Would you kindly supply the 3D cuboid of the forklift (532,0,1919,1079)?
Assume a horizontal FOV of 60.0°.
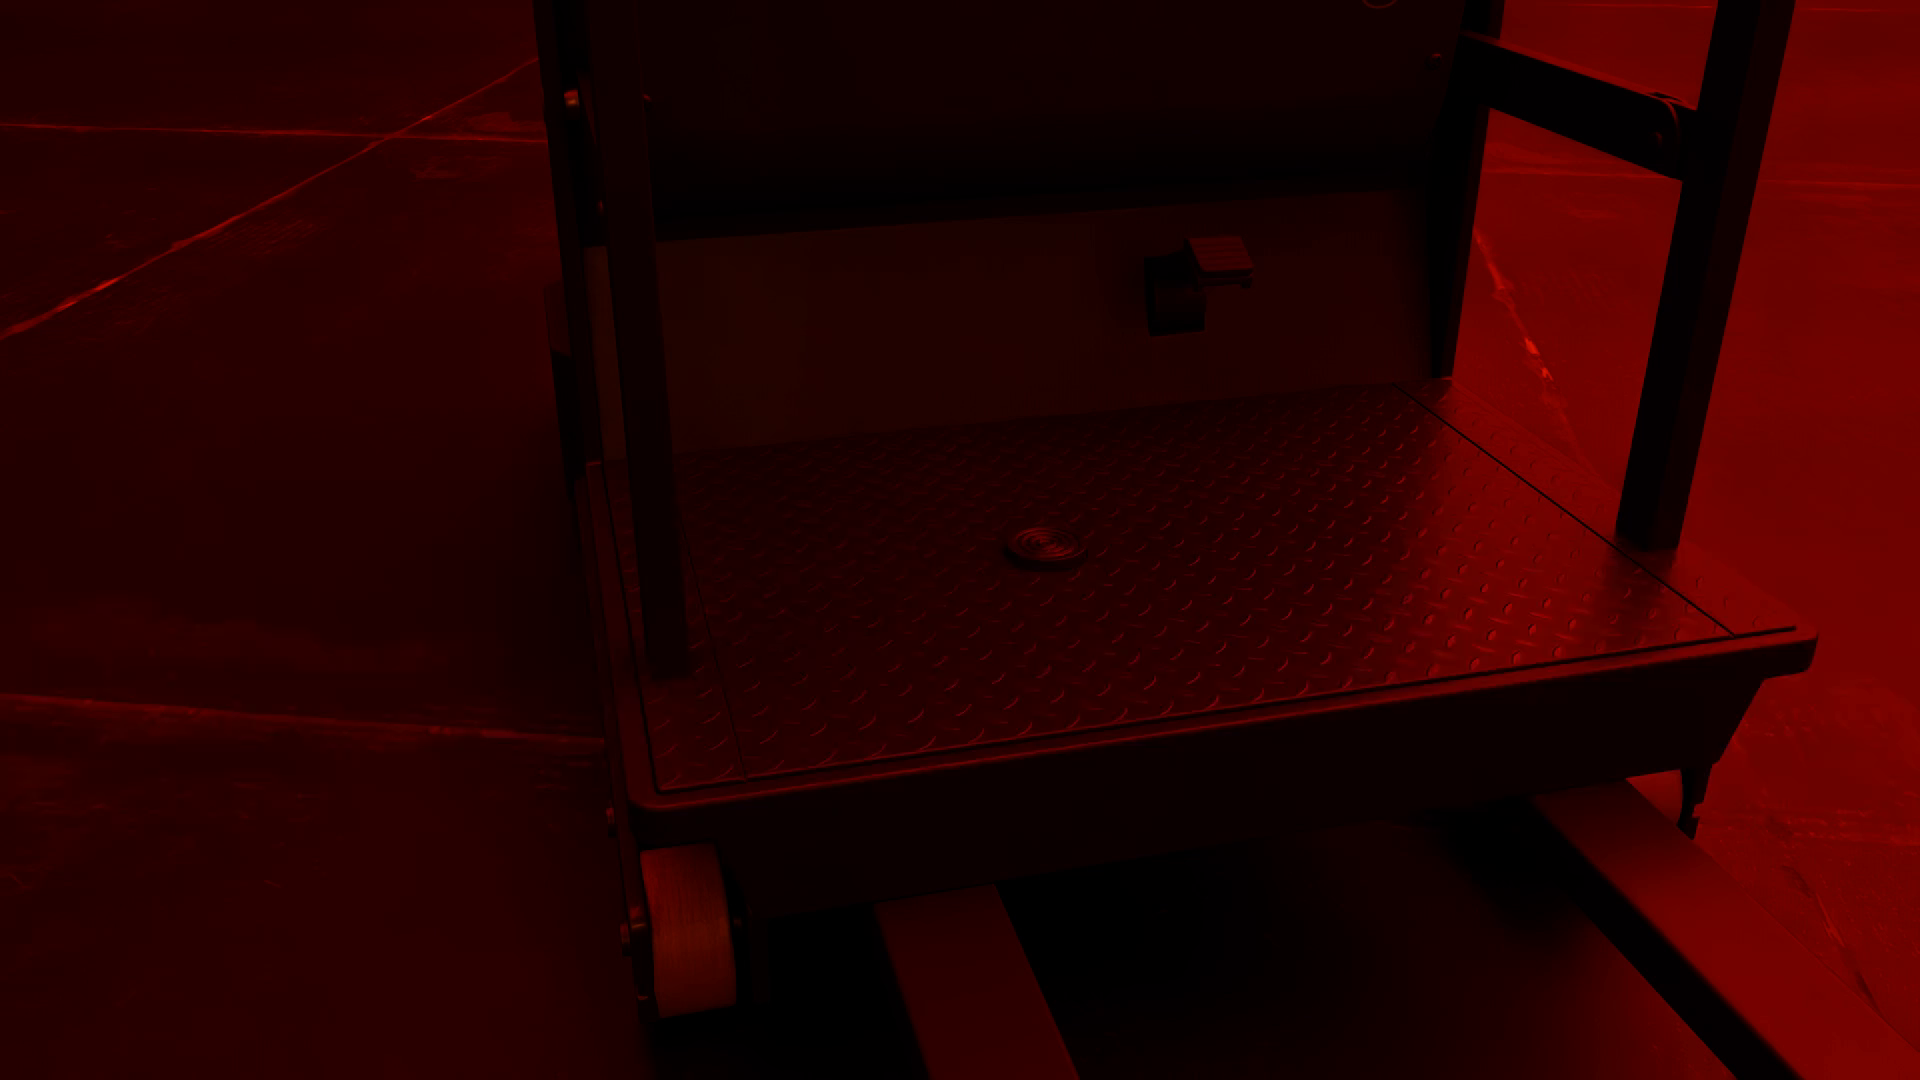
[{"bbox_3d":[0.153,-1.049,1.319,1.130,2.935,3.031,-7,27,-13],"label":"forklift"}]
